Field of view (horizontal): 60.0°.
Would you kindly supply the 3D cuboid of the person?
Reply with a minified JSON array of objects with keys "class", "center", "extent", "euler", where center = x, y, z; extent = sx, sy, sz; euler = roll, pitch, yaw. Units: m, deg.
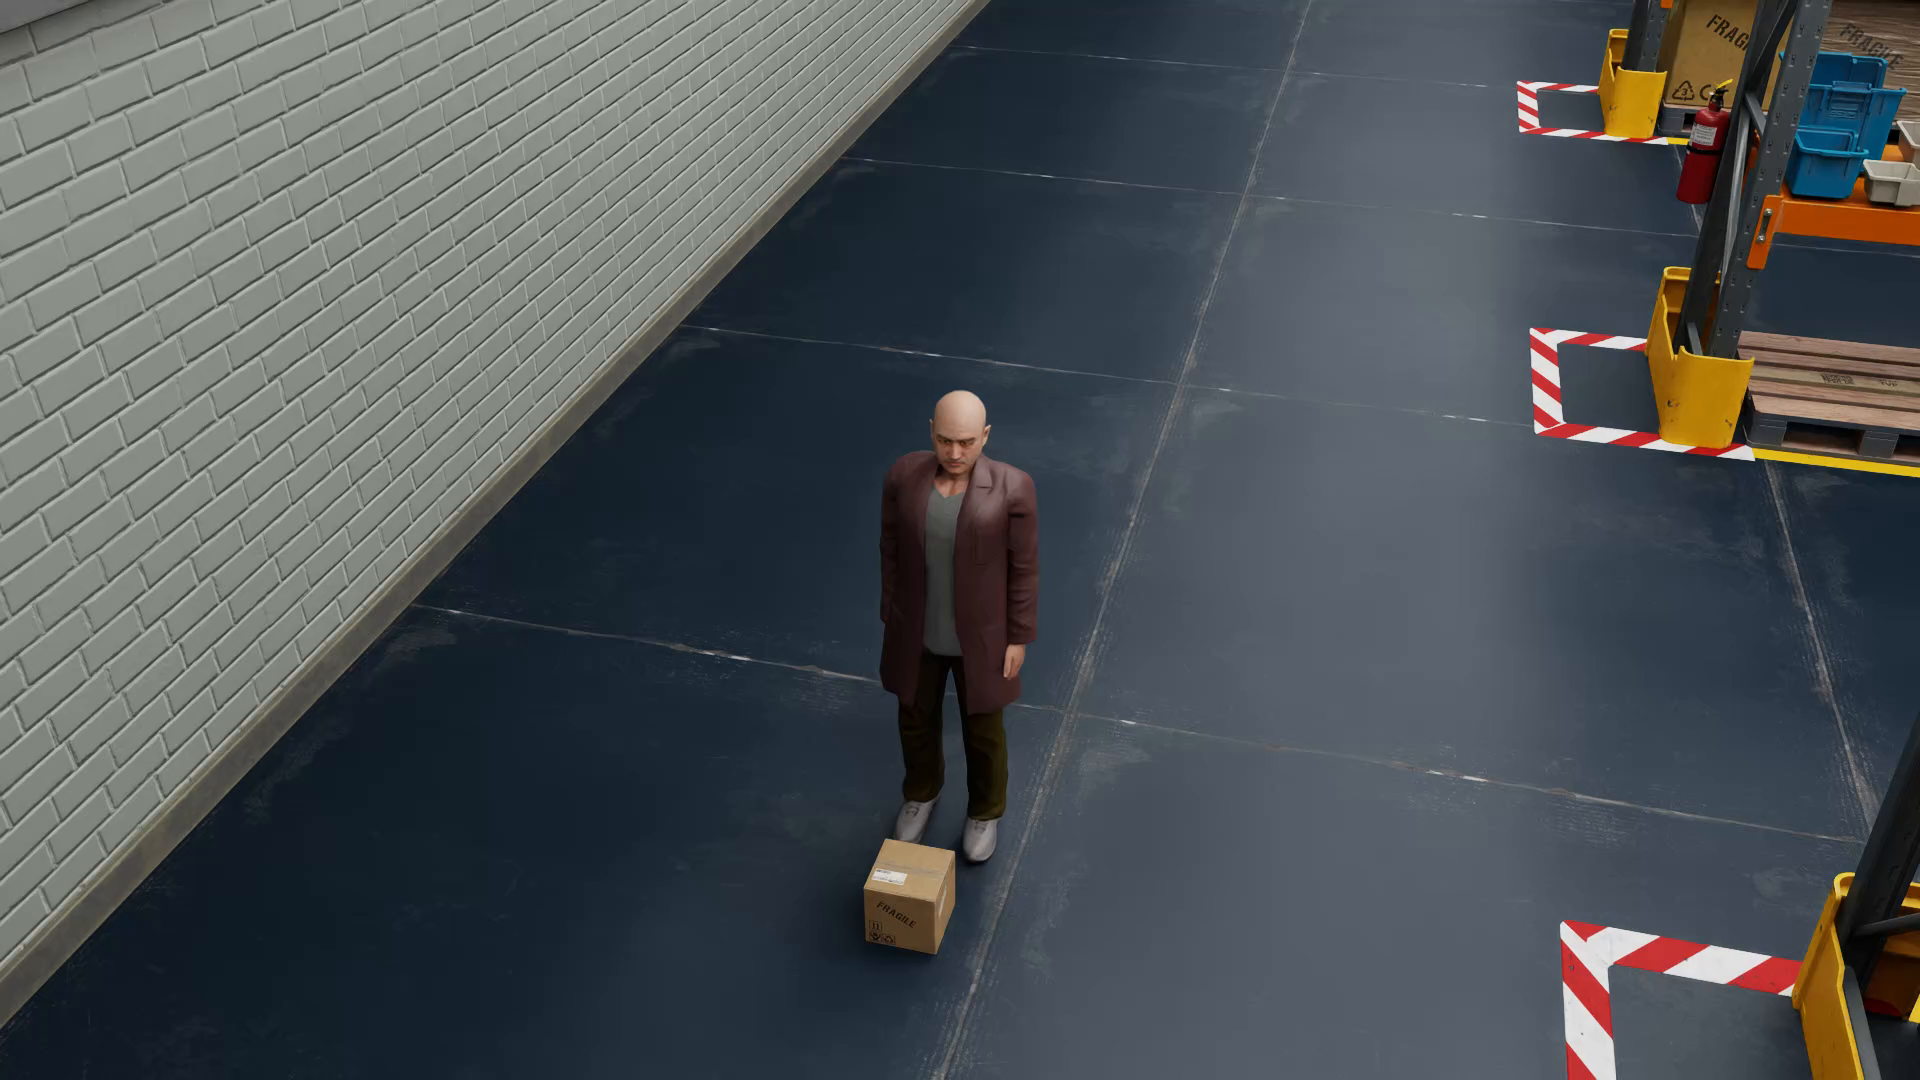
[{"class":"person","center":[-0.013,0.311,5.664],"extent":[0.562,1.775,0.389],"euler":[9,33,14]}]
